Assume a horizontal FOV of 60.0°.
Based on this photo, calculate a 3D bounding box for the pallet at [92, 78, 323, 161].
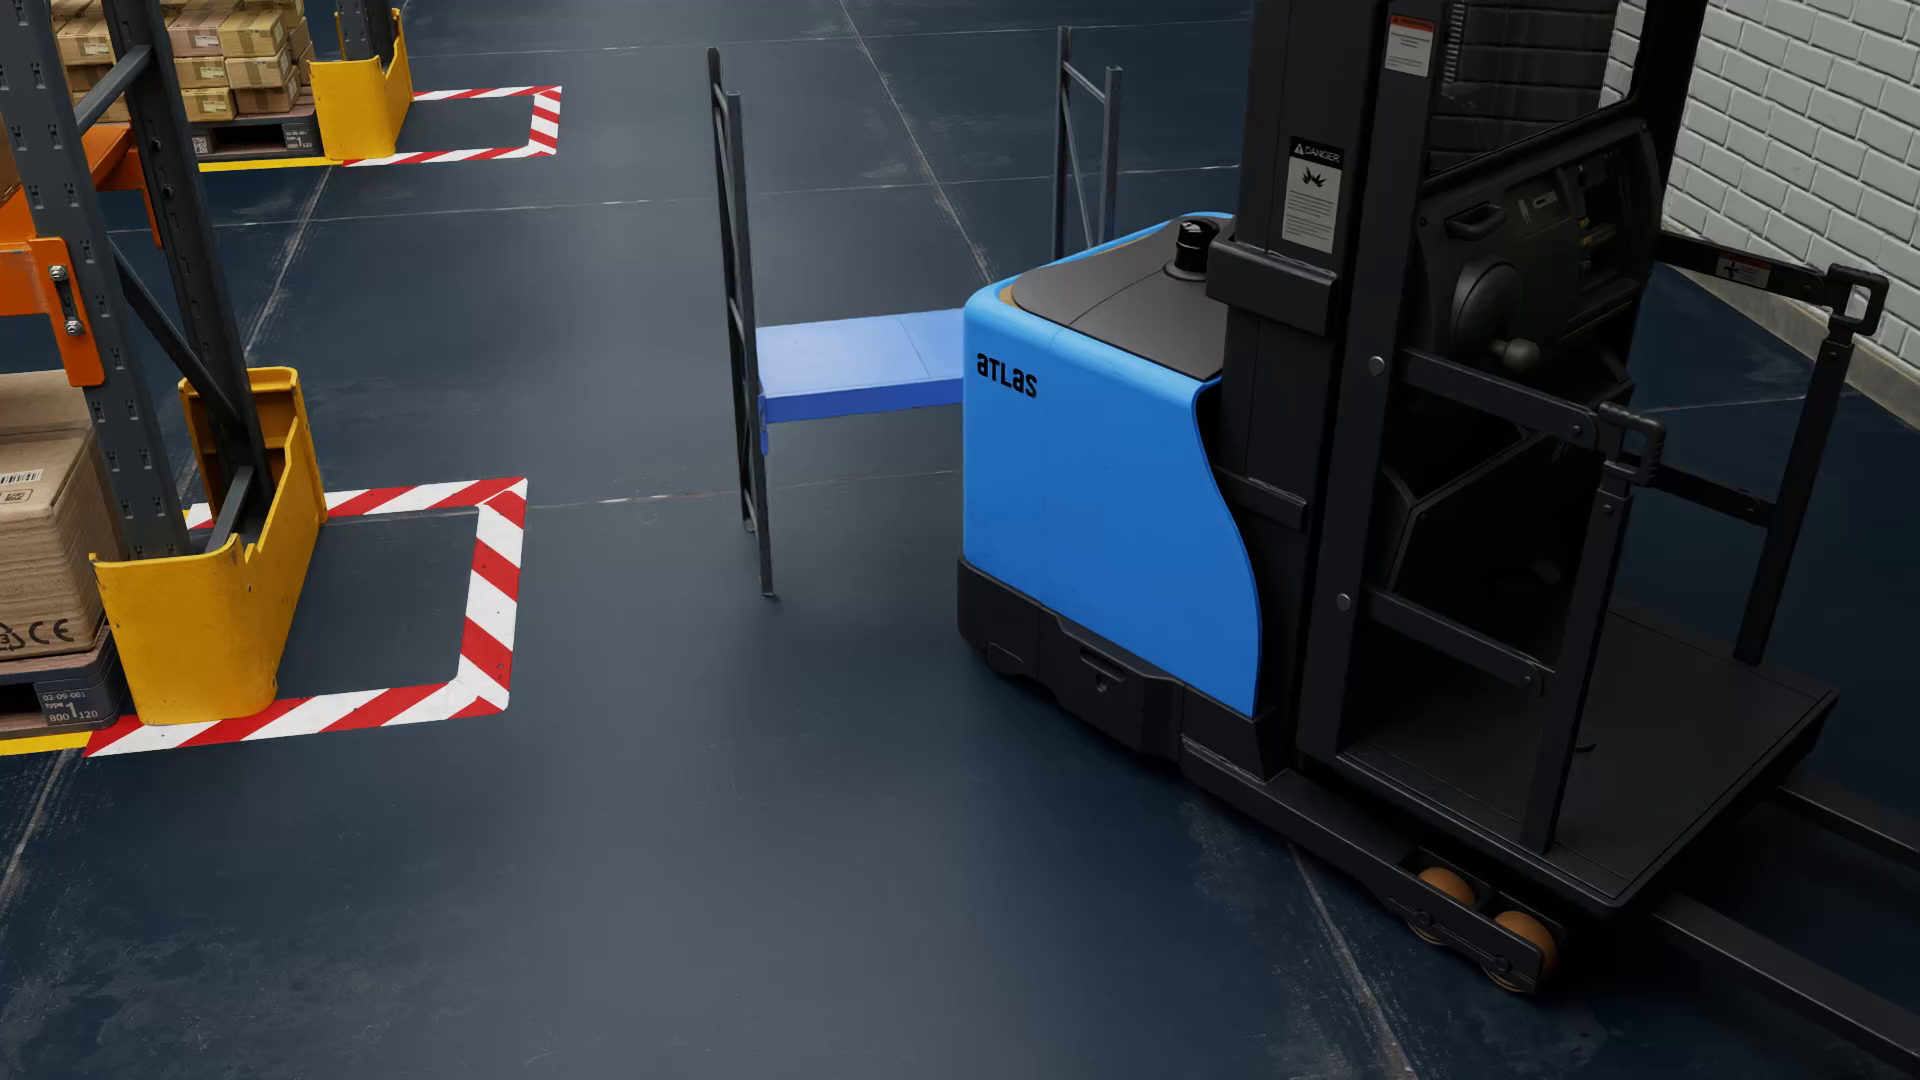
[{"bbox_3d":[-4.018,-2.291,8.938,1.213,0.211,1.003,-5,31,-9],"label":"pallet"}]

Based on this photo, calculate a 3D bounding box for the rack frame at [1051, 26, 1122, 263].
[{"bbox_3d":[0.357,-0.723,5.000,0.032,1.500,0.500,-7,31,-12],"label":"rack frame"}]

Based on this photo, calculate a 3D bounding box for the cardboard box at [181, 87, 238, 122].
[{"bbox_3d":[-3.853,-2.283,8.571,0.250,0.149,0.380,-4,31,-7],"label":"cardboard box"}]

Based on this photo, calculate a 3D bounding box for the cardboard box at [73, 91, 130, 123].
[{"bbox_3d":[-4.369,-2.273,8.554,0.250,0.149,0.380,-5,31,-8],"label":"cardboard box"}]

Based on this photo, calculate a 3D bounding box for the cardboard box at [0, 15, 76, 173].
[{"bbox_3d":[-2.671,-1.240,4.302,0.500,0.500,0.500,-6,31,-9],"label":"cardboard box"}]

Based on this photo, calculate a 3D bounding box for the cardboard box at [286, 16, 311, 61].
[{"bbox_3d":[-3.700,-2.717,9.017,0.250,0.149,0.380,-4,31,-7],"label":"cardboard box"}]

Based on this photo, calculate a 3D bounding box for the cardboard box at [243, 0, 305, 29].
[{"bbox_3d":[-3.715,-2.887,9.012,0.250,0.149,0.380,-7,31,-11],"label":"cardboard box"}]

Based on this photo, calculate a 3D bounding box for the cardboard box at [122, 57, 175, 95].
[{"bbox_3d":[-4.117,-2.398,8.474,0.250,0.149,0.380,-7,31,-11],"label":"cardboard box"}]

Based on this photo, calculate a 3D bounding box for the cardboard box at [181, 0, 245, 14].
[{"bbox_3d":[-3.964,-2.802,8.867,0.250,0.149,0.380,-5,31,-8],"label":"cardboard box"}]

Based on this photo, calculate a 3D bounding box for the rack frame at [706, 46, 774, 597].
[{"bbox_3d":[-0.631,-0.602,4.794,0.032,1.500,0.500,-7,31,-12],"label":"rack frame"}]

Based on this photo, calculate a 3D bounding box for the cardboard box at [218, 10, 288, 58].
[{"bbox_3d":[-3.613,-2.591,8.508,0.250,0.149,0.380,-5,31,-8],"label":"cardboard box"}]

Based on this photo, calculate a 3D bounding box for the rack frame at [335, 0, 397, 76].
[{"bbox_3d":[-3.138,-3.557,8.340,0.127,3.000,1.000,-5,31,-9],"label":"rack frame"}]

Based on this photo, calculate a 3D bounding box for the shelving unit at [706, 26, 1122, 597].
[{"bbox_3d":[-0.137,-0.663,4.897,1.048,1.500,0.538,-7,31,-12],"label":"shelving unit"}]

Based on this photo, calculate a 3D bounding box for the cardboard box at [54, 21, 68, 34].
[{"bbox_3d":[-4.623,-2.465,8.294,0.250,0.149,0.380,-4,31,-7],"label":"cardboard box"}]

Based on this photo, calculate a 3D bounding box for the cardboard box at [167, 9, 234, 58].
[{"bbox_3d":[-3.871,-2.596,8.518,0.250,0.149,0.380,-5,31,-8],"label":"cardboard box"}]

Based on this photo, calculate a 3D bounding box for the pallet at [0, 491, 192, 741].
[{"bbox_3d":[-2.919,0.216,4.674,1.213,0.211,1.003,-5,31,-9],"label":"pallet"}]

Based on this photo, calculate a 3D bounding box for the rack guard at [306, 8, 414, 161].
[{"bbox_3d":[-3.213,-2.472,8.961,0.348,0.500,1.175,-5,31,-9],"label":"rack guard"}]

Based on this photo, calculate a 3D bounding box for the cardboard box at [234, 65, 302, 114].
[{"bbox_3d":[-3.618,-2.357,8.697,0.250,0.149,0.380,-5,31,-8],"label":"cardboard box"}]

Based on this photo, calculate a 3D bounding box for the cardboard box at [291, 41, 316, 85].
[{"bbox_3d":[-3.711,-2.621,9.146,0.250,0.149,0.380,-5,31,-8],"label":"cardboard box"}]

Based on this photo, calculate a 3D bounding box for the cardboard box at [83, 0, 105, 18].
[{"bbox_3d":[-4.464,-2.779,8.828,0.250,0.149,0.380,-7,31,-11],"label":"cardboard box"}]

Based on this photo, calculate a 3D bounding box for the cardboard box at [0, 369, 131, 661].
[{"bbox_3d":[-2.778,-0.064,4.514,0.875,0.438,0.875,-6,31,-11],"label":"cardboard box"}]

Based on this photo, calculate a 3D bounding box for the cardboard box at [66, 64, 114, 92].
[{"bbox_3d":[-4.399,-2.425,8.520,0.250,0.149,0.380,-6,31,-10],"label":"cardboard box"}]

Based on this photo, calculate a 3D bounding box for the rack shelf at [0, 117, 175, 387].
[{"bbox_3d":[-4.114,-0.605,4.030,4.000,0.370,1.077,-5,31,-9],"label":"rack shelf"}]

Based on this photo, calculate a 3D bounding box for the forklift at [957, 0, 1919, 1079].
[{"bbox_3d":[1.370,-0.586,3.355,1.130,2.935,3.031,-26,39,-36],"label":"forklift"}]

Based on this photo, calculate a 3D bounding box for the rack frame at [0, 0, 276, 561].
[{"bbox_3d":[-2.147,-1.098,4.158,0.127,3.000,1.000,-5,31,-9],"label":"rack frame"}]

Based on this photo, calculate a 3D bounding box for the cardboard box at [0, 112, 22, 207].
[{"bbox_3d":[-2.574,-0.965,3.833,0.500,0.500,0.500,-5,31,-9],"label":"cardboard box"}]

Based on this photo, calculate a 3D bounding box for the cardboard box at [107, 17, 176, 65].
[{"bbox_3d":[-4.102,-2.509,8.370,0.250,0.149,0.380,-6,31,-10],"label":"cardboard box"}]

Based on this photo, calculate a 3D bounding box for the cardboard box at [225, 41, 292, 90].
[{"bbox_3d":[-3.606,-2.447,8.556,0.250,0.149,0.380,-6,31,-10],"label":"cardboard box"}]

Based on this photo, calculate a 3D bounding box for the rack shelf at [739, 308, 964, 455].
[{"bbox_3d":[-0.137,-0.507,4.988,1.000,0.185,0.538,-7,31,-12],"label":"rack shelf"}]

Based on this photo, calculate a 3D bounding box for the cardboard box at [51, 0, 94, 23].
[{"bbox_3d":[-4.739,-2.758,8.793,0.250,0.149,0.380,-4,31,-7],"label":"cardboard box"}]

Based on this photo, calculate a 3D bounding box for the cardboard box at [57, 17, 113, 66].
[{"bbox_3d":[-4.369,-2.517,8.383,0.250,0.149,0.380,-7,31,-11],"label":"cardboard box"}]

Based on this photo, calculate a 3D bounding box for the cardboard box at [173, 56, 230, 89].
[{"bbox_3d":[-3.873,-2.450,8.562,0.250,0.149,0.380,-6,31,-10],"label":"cardboard box"}]

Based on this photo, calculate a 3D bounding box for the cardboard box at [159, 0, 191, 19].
[{"bbox_3d":[-4.235,-2.843,8.936,0.250,0.149,0.380,-5,31,-9],"label":"cardboard box"}]

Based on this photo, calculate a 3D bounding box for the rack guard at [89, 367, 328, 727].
[{"bbox_3d":[-2.123,-0.023,4.795,0.348,0.500,1.175,-5,31,-9],"label":"rack guard"}]
